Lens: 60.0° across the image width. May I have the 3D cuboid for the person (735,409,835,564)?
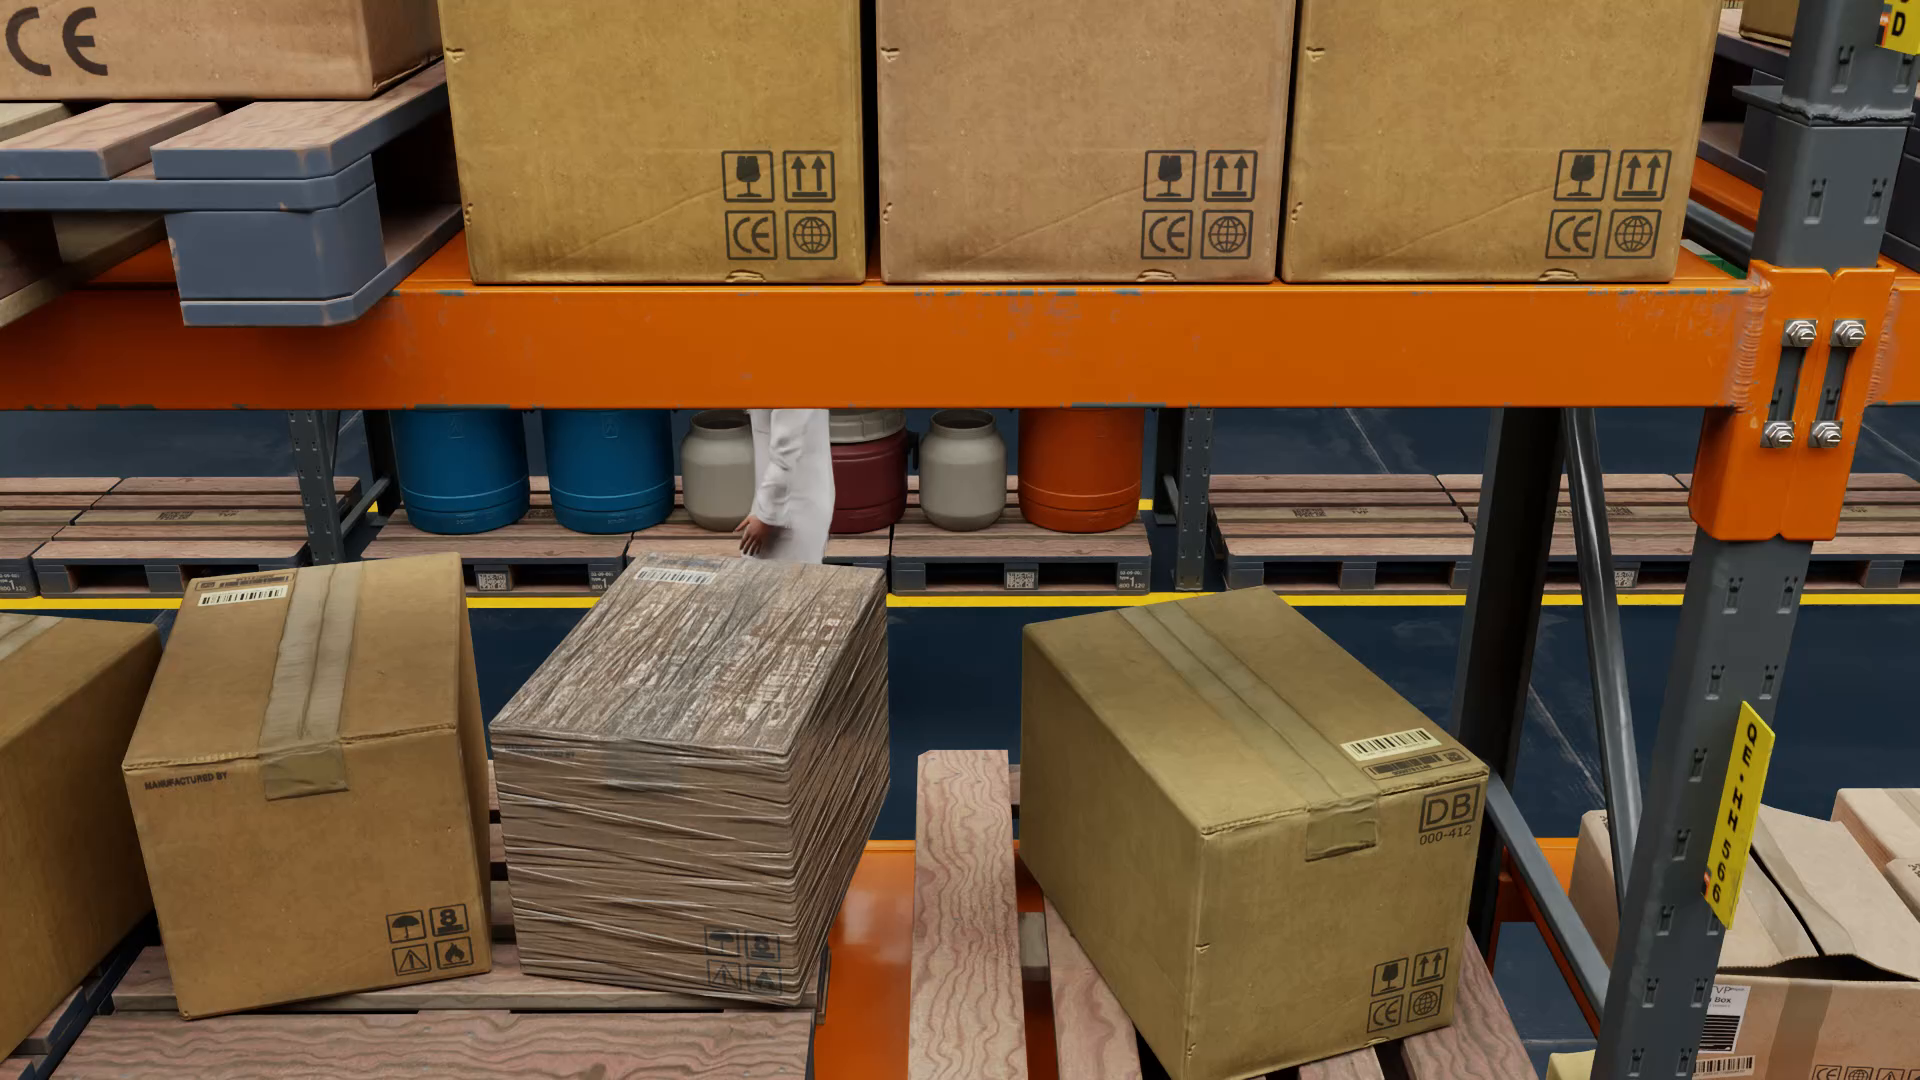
[{"bbox_3d":[-0.677,-0.132,6.457,0.378,1.757,0.572,0,24,1],"label":"person"}]
